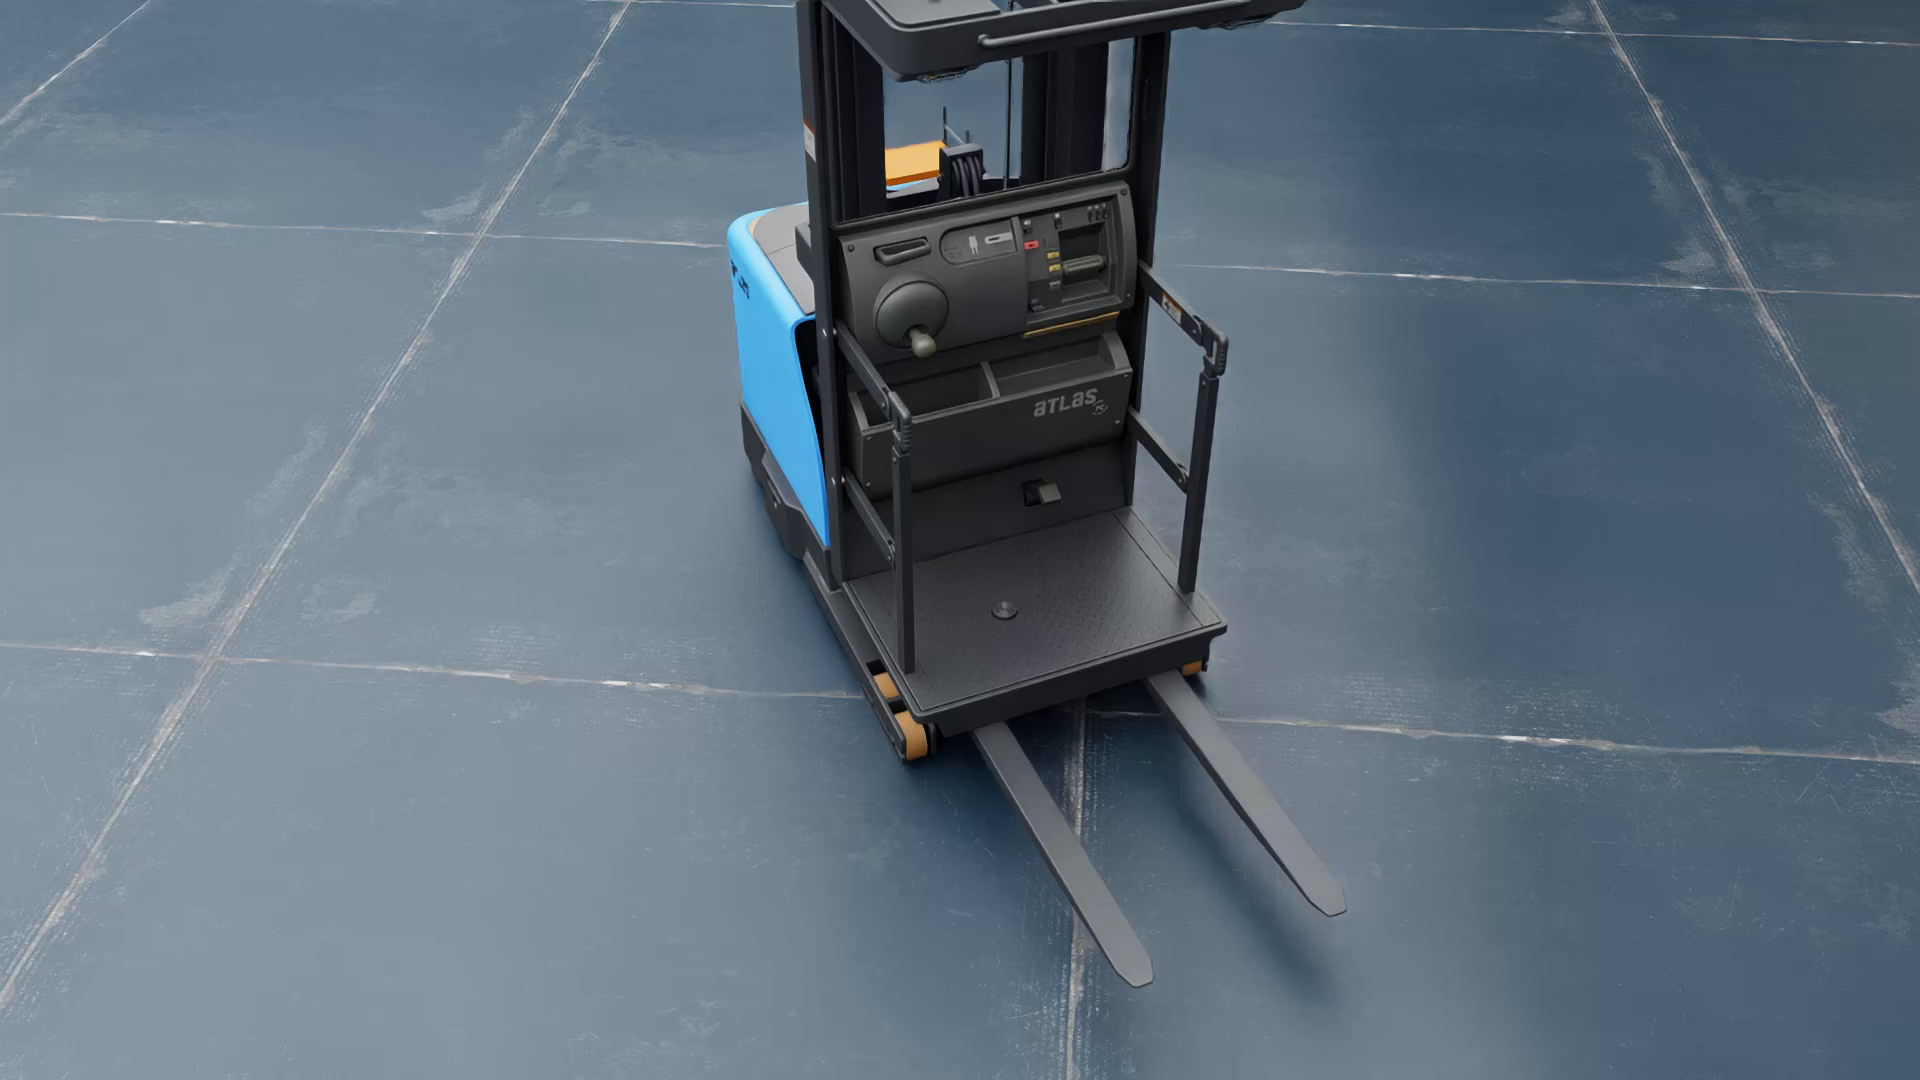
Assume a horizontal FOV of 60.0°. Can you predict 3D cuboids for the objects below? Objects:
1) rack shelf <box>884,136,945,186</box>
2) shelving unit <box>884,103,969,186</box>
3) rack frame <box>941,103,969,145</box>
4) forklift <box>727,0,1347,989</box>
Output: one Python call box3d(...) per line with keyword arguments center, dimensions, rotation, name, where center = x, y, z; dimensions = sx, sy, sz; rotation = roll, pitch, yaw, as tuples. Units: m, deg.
box3d(center=(-0.245, -1.395, 6.389), dimensions=(0.480, 0.148, 0.258), rotation=(-15, 41, -18), name="rack shelf")
box3d(center=(-0.244, -1.088, 6.634), dimensions=(0.503, 1.200, 0.258), rotation=(-15, 41, -18), name="shelving unit")
box3d(center=(-0.019, -1.148, 6.708), dimensions=(0.015, 1.200, 0.240), rotation=(-15, 41, -18), name="rack frame")
box3d(center=(0.186, -0.732, 4.828), dimensions=(1.130, 2.935, 3.031), rotation=(-15, 41, -18), name="forklift")
